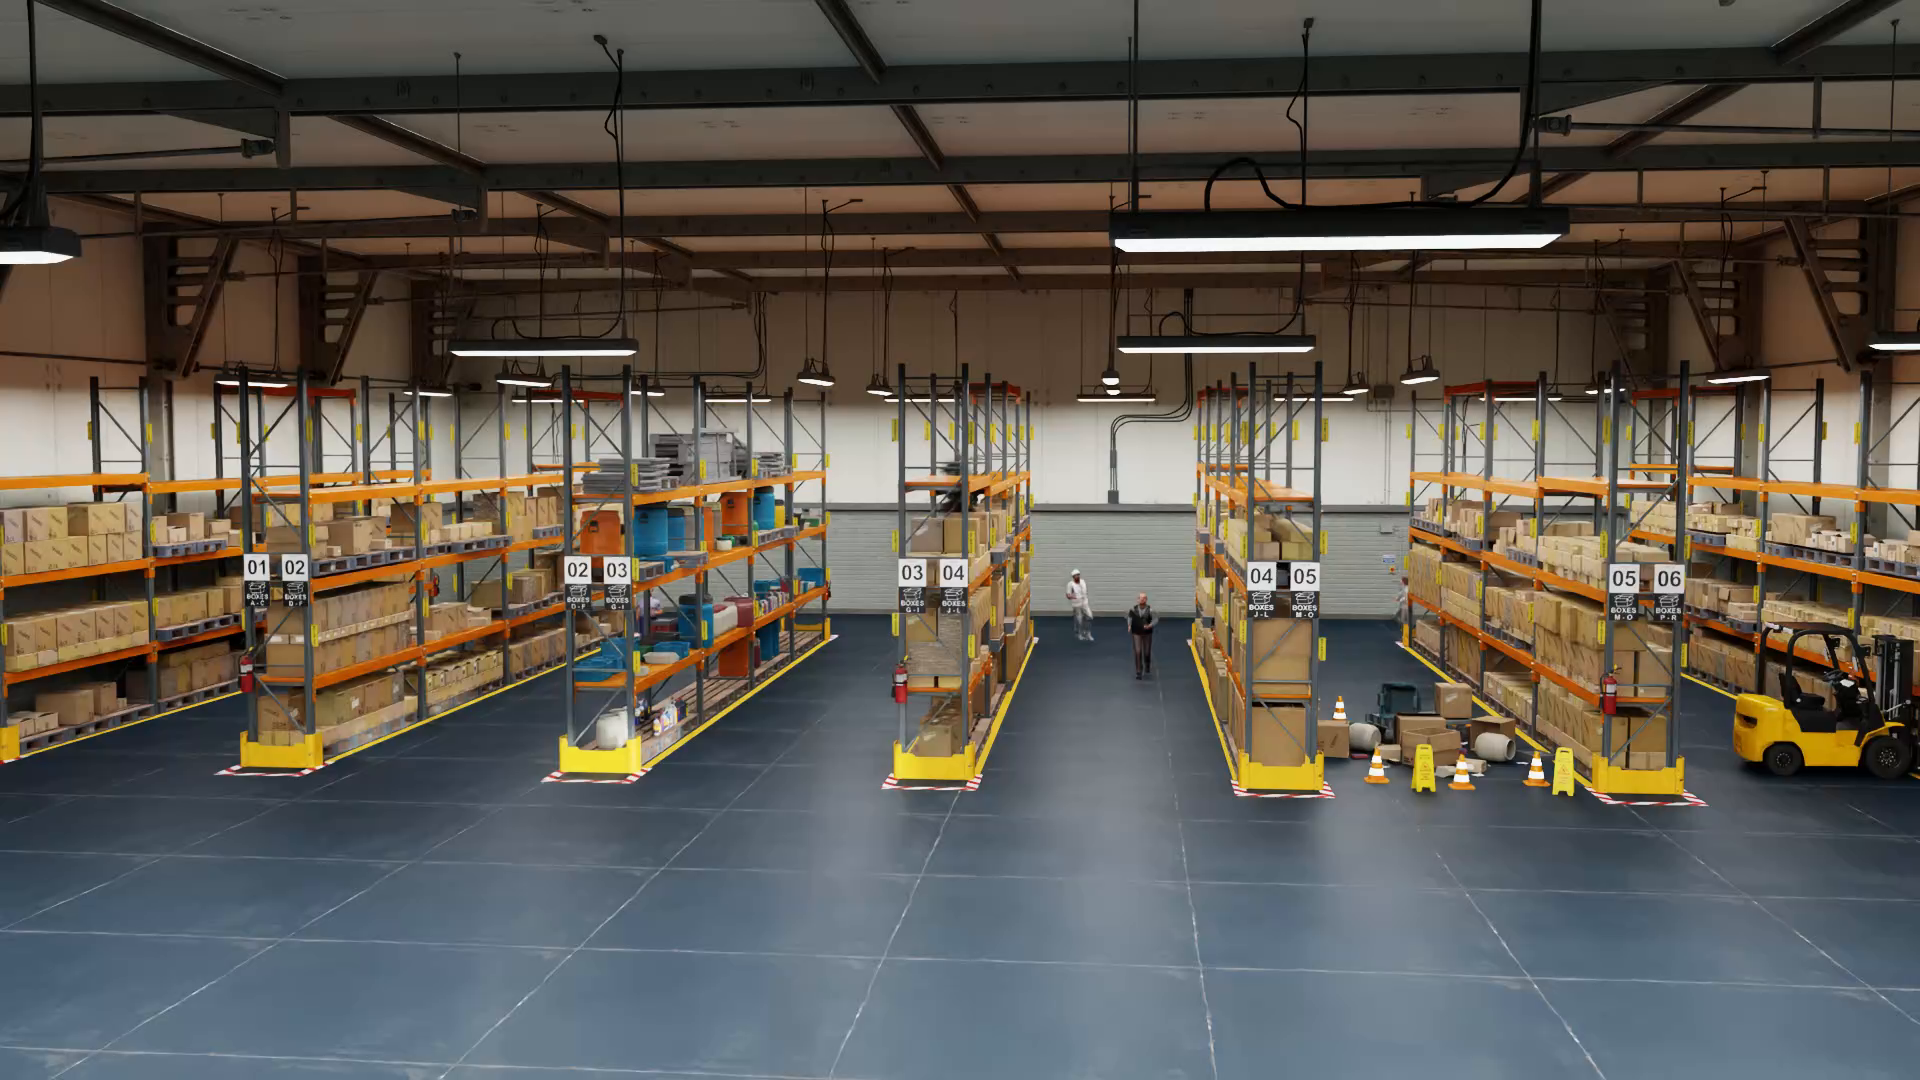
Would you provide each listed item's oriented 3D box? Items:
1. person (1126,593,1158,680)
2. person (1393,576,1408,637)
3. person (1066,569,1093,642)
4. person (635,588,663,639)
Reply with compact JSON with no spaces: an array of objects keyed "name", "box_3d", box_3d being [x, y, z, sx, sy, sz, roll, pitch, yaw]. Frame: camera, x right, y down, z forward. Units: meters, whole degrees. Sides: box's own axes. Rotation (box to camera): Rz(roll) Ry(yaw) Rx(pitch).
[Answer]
[{"name":"person","box_3d":[3.735,1.915,34.121,0.671,1.647,0.746,1,4,10]},{"name":"person","box_3d":[10.795,1.636,40.379,0.537,1.546,0.554,0,4,5]},{"name":"person","box_3d":[2.837,1.561,39.776,0.697,1.733,0.669,-2,4,-26]},{"name":"person","box_3d":[-6.844,1.841,36.534,0.618,1.619,0.859,0,4,-6]}]
